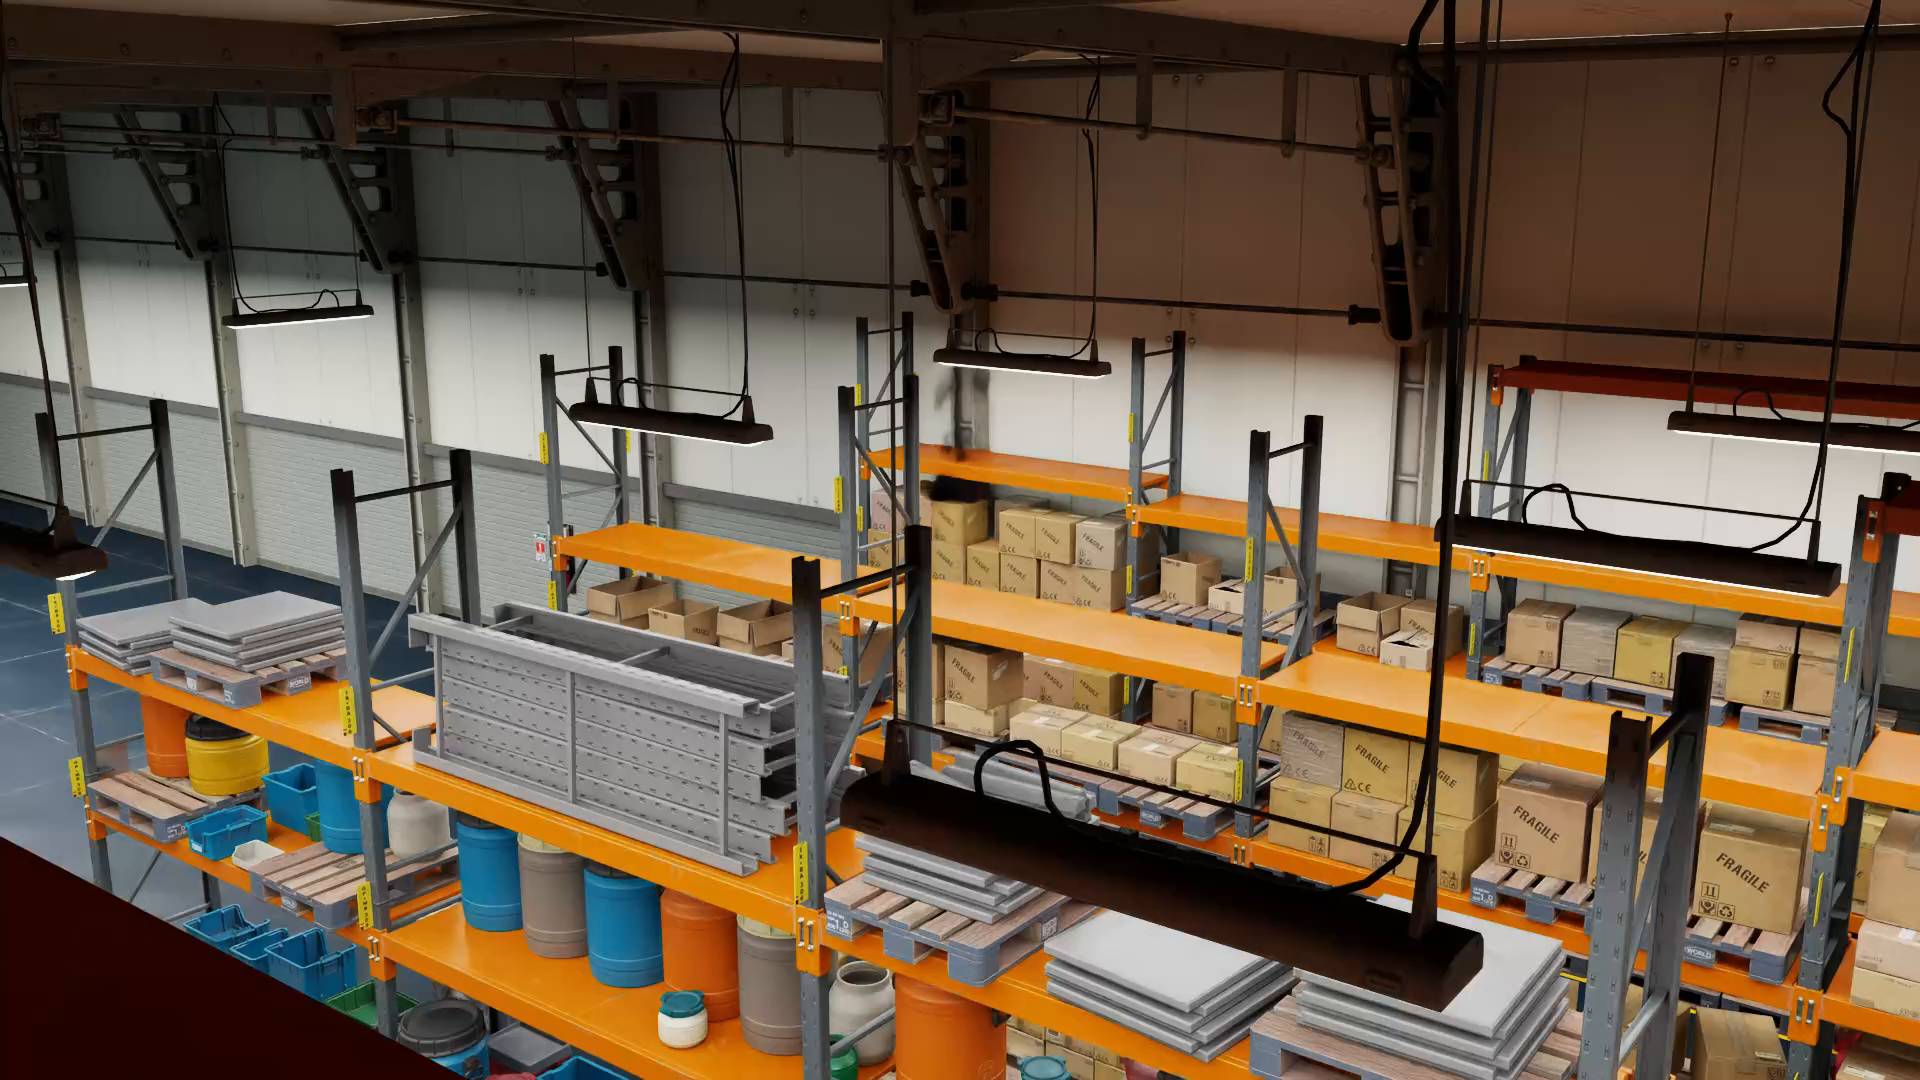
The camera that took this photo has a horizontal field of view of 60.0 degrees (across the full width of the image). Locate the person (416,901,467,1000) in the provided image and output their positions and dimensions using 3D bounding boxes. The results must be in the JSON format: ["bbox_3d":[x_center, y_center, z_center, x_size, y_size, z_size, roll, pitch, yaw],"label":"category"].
[{"bbox_3d":[-4.644,3.808,14.984,0.607,1.729,0.677,12,18,42],"label":"person"}]

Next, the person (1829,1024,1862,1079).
[{"bbox_3d":[6.835,4.406,12.578,0.946,1.712,0.648,8,15,31],"label":"person"}]
